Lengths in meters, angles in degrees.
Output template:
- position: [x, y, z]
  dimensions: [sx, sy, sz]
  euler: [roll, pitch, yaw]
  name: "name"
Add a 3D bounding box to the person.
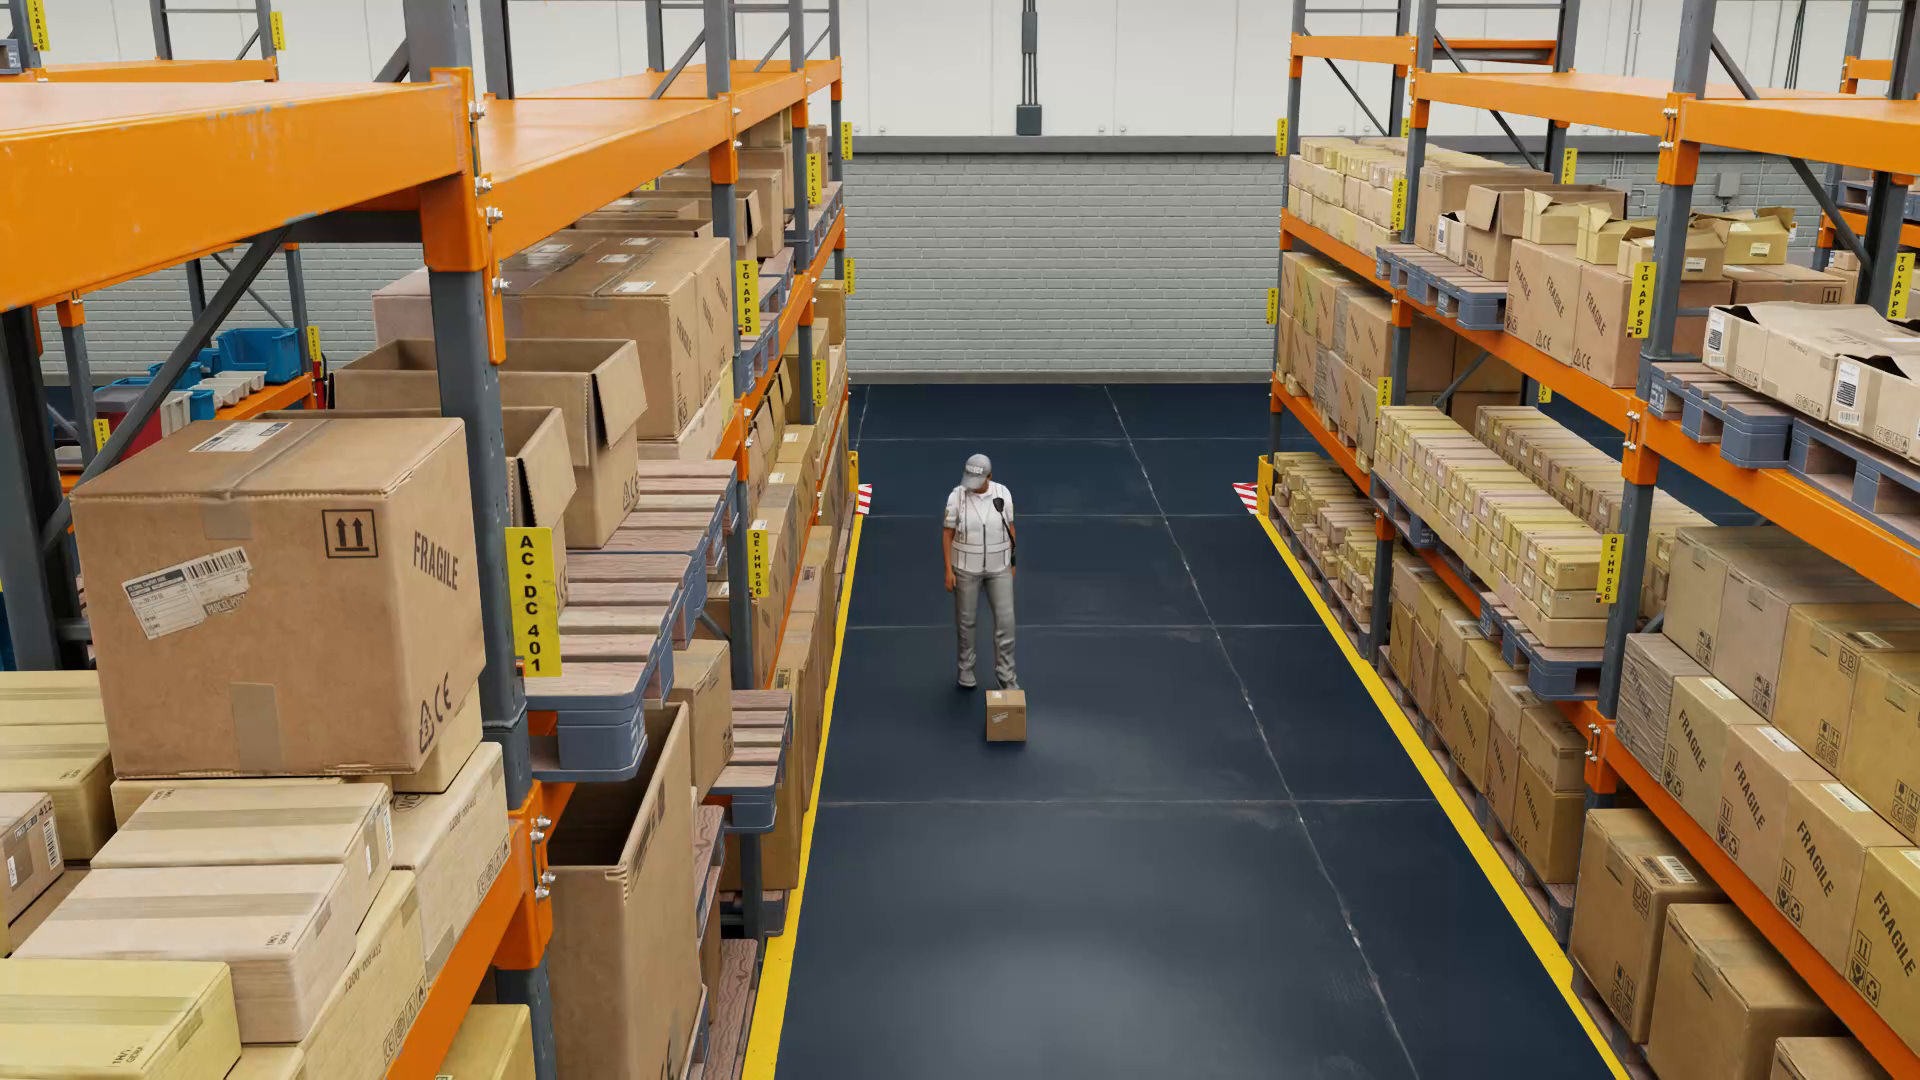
- position: [0.159, 0.247, 11.249]
  dimensions: [0.535, 1.675, 0.573]
  euler: [-2, 17, -6]
  name: "person"
